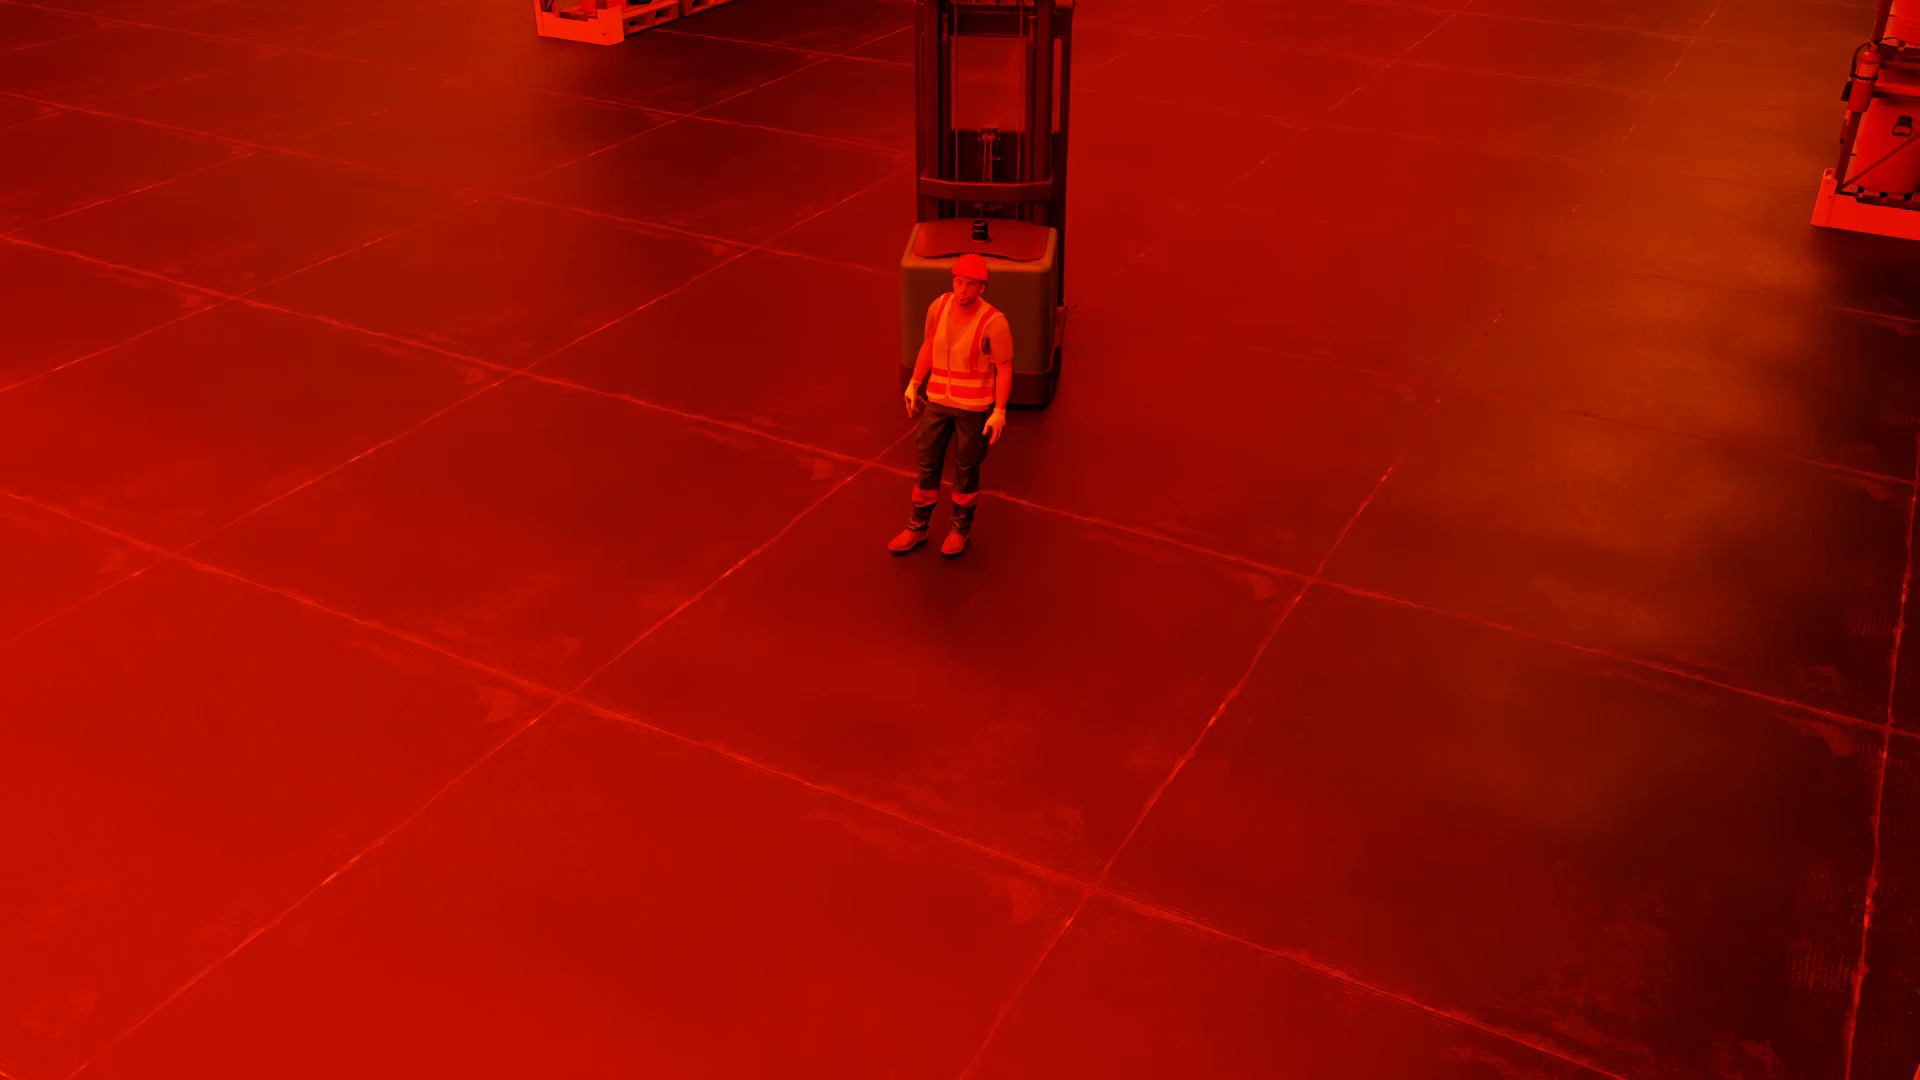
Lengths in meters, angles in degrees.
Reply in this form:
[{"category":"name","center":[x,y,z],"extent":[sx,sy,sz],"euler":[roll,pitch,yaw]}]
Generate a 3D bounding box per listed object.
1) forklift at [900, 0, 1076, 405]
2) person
[{"category":"forklift","center":[0.255,-2.913,12.118],"extent":[1.130,2.935,3.031],"euler":[3,30,5]},{"category":"person","center":[-0.049,-0.749,9.497],"extent":[0.637,1.787,0.564],"euler":[15,33,25]}]
